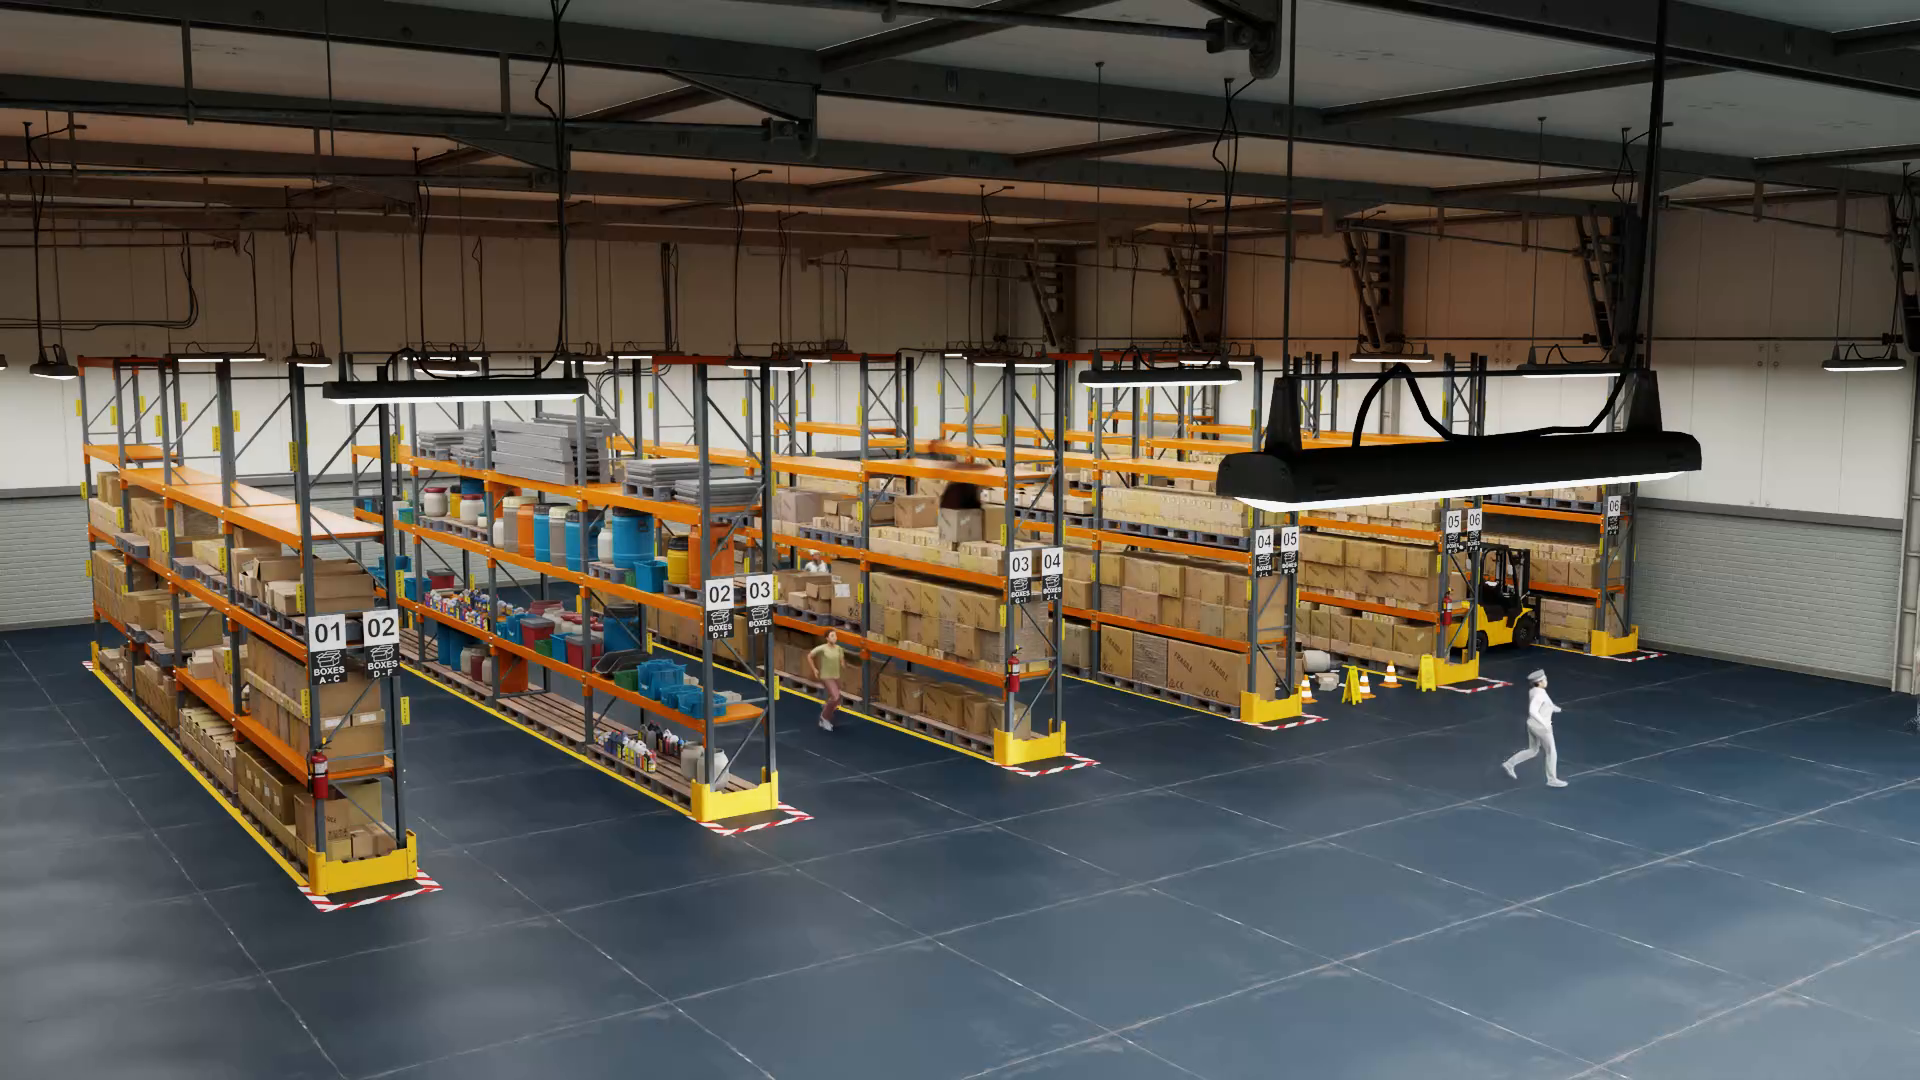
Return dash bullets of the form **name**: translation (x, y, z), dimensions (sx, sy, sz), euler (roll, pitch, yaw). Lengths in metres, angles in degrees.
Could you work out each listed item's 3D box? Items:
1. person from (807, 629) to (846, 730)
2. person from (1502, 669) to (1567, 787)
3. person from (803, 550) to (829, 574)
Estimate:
- **person**: translation (-2.078, 2.246, 26.856), dimensions (0.565, 1.639, 0.599), euler (-7, 10, -44)
- **person**: translation (8.156, 2.650, 23.469), dimensions (0.877, 1.665, 0.622), euler (0, 7, 1)
- **person**: translation (-3.157, 1.048, 36.572), dimensions (0.660, 1.745, 0.578), euler (-4, 8, -30)
